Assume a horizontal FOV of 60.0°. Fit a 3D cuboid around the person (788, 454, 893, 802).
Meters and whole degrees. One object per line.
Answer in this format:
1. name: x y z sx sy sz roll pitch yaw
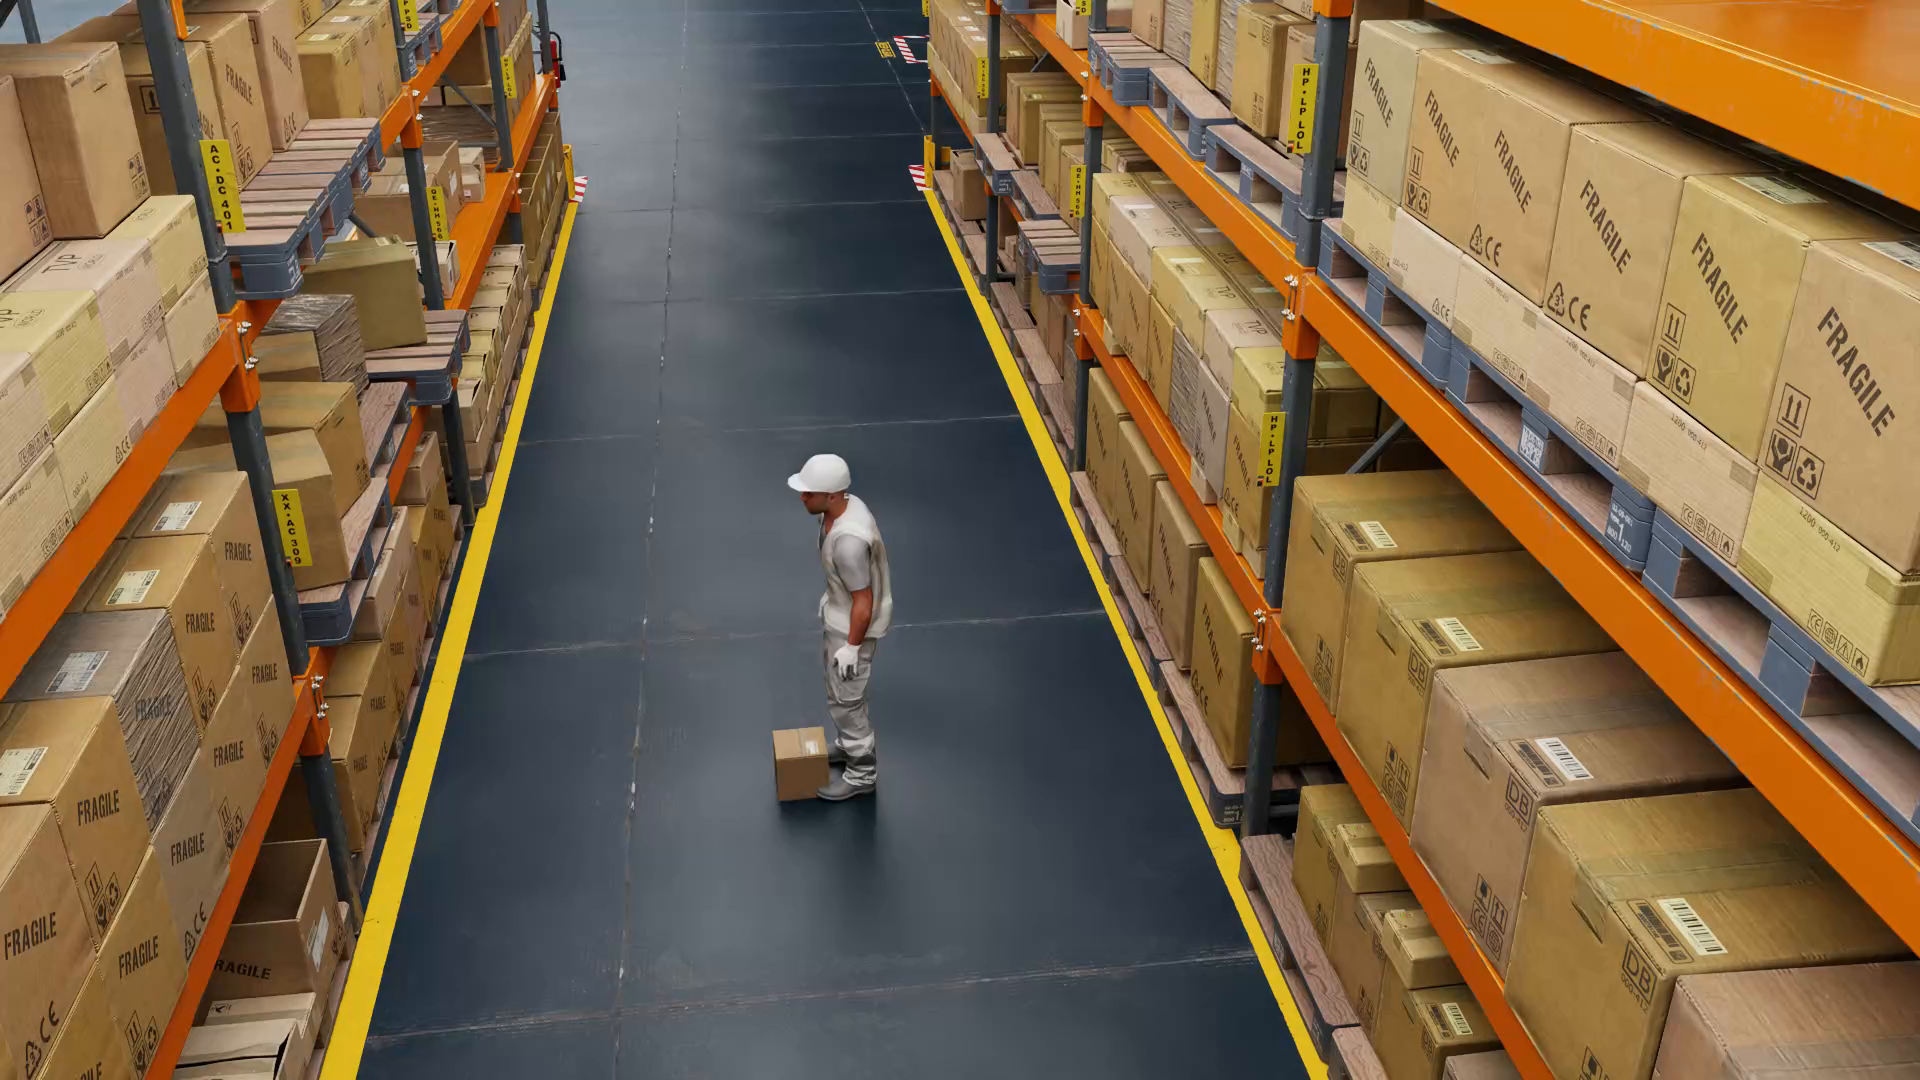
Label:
1. person: -0.552 0.398 7.817 0.451 1.778 0.612 -5 27 -10
